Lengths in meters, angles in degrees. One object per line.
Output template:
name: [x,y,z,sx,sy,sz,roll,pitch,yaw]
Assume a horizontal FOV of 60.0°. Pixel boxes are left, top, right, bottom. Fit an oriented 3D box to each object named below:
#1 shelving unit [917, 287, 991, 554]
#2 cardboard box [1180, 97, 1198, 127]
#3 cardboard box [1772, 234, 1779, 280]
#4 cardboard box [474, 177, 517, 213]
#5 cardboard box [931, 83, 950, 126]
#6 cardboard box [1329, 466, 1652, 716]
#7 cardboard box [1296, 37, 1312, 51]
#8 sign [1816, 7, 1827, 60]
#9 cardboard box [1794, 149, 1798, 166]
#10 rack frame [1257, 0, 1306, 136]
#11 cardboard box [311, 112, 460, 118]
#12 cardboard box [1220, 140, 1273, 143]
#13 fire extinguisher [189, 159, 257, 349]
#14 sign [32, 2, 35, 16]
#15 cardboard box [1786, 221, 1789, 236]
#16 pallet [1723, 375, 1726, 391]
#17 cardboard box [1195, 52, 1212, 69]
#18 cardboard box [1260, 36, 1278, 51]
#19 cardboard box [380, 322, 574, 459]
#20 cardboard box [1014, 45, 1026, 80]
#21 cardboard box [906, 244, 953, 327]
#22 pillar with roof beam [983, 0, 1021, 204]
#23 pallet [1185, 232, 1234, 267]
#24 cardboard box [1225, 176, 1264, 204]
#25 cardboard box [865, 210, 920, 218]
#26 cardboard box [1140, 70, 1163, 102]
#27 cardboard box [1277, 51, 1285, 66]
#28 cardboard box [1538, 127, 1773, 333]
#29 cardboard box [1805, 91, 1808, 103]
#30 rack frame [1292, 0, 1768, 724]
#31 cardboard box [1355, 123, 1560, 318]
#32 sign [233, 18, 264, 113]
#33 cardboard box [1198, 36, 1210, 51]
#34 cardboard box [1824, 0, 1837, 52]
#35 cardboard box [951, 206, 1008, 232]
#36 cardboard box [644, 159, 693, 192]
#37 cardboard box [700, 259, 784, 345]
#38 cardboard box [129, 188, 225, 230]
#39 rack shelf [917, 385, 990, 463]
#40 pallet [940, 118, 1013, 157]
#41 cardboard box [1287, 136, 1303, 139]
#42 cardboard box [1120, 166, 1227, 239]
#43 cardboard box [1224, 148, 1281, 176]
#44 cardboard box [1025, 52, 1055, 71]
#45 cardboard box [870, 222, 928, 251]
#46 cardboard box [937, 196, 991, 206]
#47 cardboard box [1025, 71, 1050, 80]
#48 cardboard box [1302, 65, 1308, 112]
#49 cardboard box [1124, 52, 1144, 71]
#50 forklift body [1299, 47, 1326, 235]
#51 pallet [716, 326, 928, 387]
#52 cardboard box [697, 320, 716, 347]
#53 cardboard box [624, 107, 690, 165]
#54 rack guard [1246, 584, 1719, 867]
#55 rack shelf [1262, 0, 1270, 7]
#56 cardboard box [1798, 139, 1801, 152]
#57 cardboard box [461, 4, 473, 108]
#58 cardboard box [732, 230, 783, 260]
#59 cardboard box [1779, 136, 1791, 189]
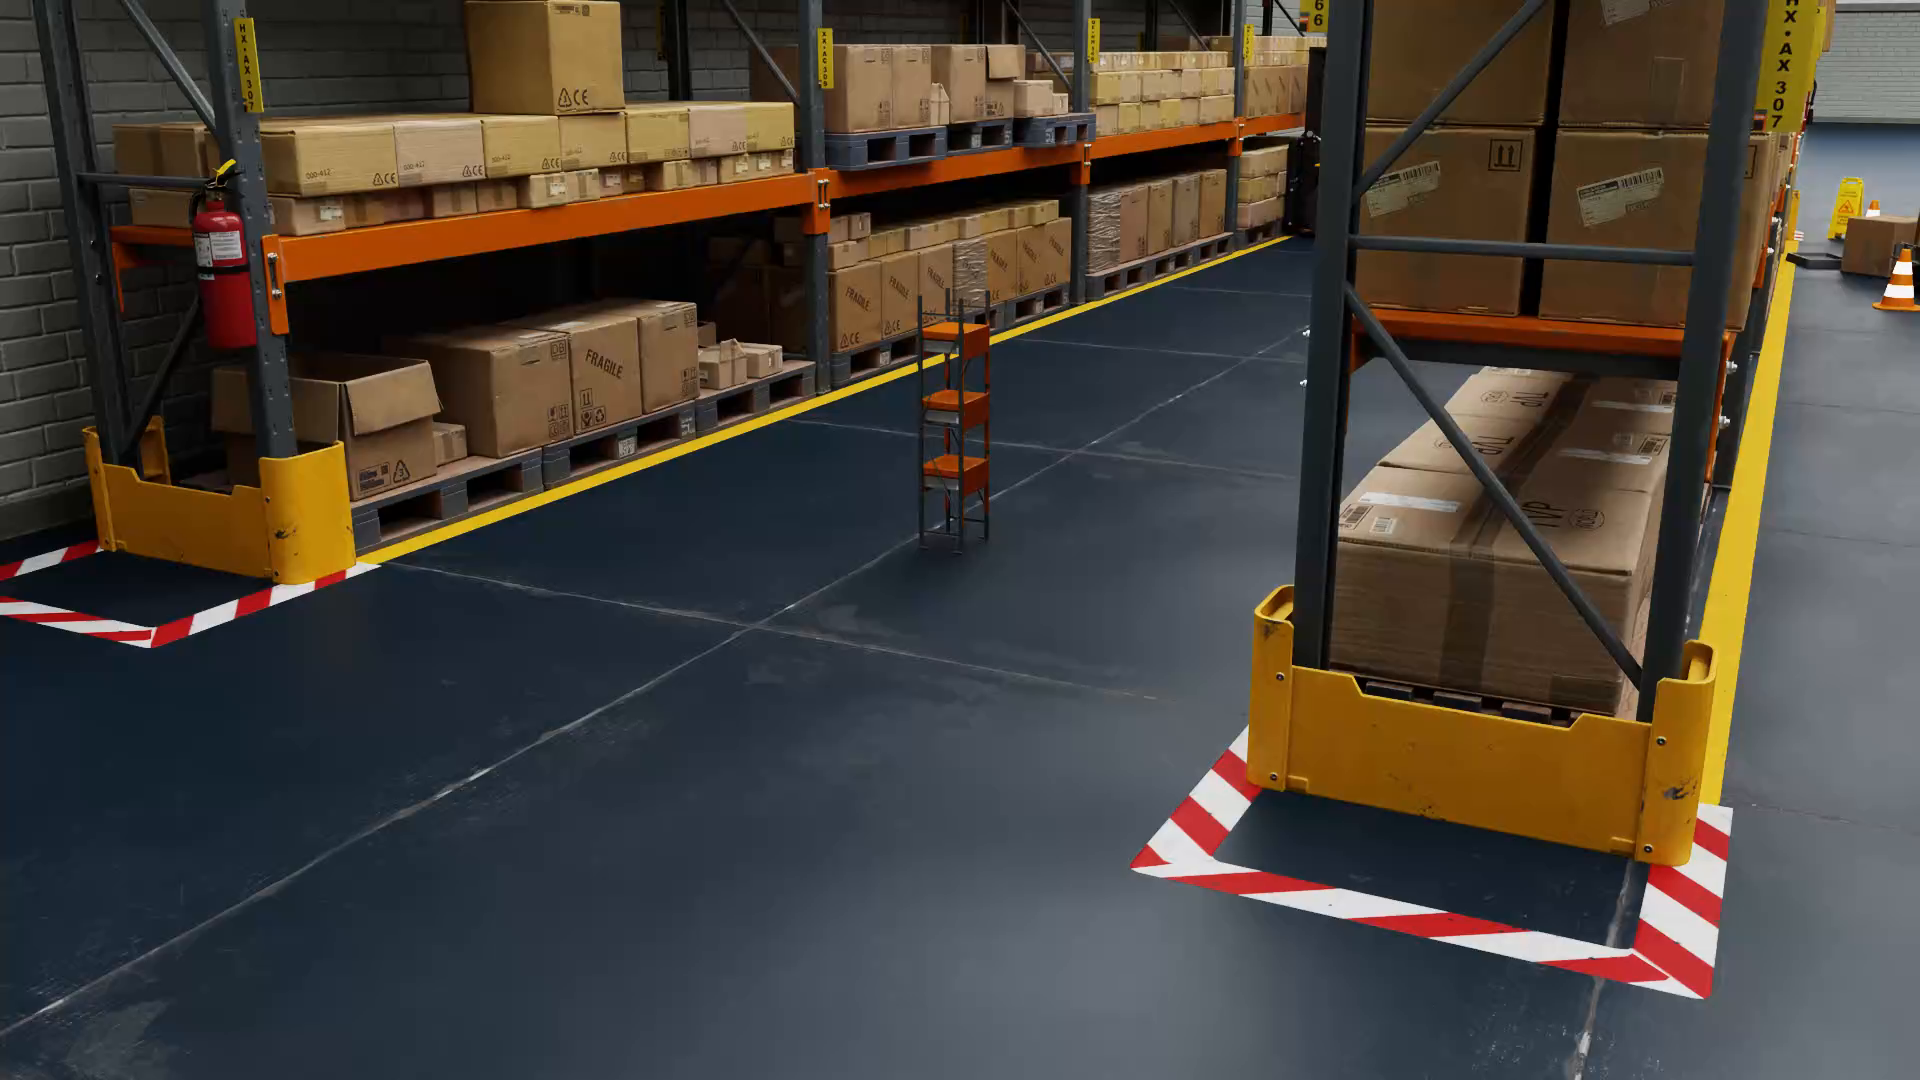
shelving unit: [-0.024,-0.490,6.829,0.215,1.050,0.252,8,18,25]
cardboard box: [1.862,-3.927,15.241,0.500,0.250,0.500,8,18,26]
cardboard box: [5.905,-2.228,13.136,0.950,0.372,0.625,9,19,27]
cardboard box: [-2.207,-1.551,7.418,0.380,0.149,0.250,8,19,26]
cardboard box: [-0.288,-2.816,10.736,0.396,0.266,0.258,9,19,28]
cardboard box: [1.608,0.121,5.110,0.875,0.438,0.875,7,18,24]
cardboard box: [3.658,-5.476,18.357,0.380,0.149,0.250,8,19,26]
sign: [5.475,-3.248,10.657,0.100,0.325,0.005,8,18,25]
cardboard box: [7.380,-3.475,15.091,0.380,0.149,0.250,8,18,26]
rack frame: [4.110,-5.431,20.040,1.000,3.000,0.127,8,18,25]
cardboard box: [-2.614,-1.834,7.671,0.500,0.250,0.500,9,19,27]
cardboard box: [3.273,-4.441,19.044,0.500,0.250,0.500,8,18,25]
fire extinguisher: [-2.692,-1.043,6.059,0.296,0.674,0.183,8,18,25]
sign: [-3.527,-2.138,6.364,0.100,0.325,0.005,8,18,25]
cardboard box: [7.964,-3.178,16.549,0.500,0.250,0.500,7,18,23]
pallet: [4.011,-0.925,9.768,1.003,0.211,1.213,8,18,25]
cardboard box: [2.114,-4.448,15.417,0.380,0.149,0.250,7,18,24]
cardboard box: [3.079,-5.154,17.270,0.380,0.149,0.250,9,19,27]
cardboard box: [-2.265,-0.715,7.816,0.700,0.500,0.500,9,19,28]
cardboard box: [0.165,-3.531,12.731,0.500,0.500,0.500,9,19,28]
cardboard box: [-0.379,-1.735,11.251,0.500,0.500,0.500,8,18,24]
pillar with roof beam: [4.163,-6.168,11.986,9.100,9.000,0.400,8,18,25]
pallet: [2.028,-2.883,16.359,1.003,0.211,1.213,8,18,25]
cardboard box: [2.815,-3.619,17.153,0.500,0.250,0.500,8,18,25]
cardboard box: [-0.507,-2.278,11.938,0.380,0.149,0.250,8,18,26]
cardboard box: [1.427,-3.901,14.276,0.500,0.250,0.500,8,18,24]
cardboard box: [3.201,-5.075,17.526,0.380,0.149,0.250,8,18,25]
cardboard box: [1.874,-0.858,4.471,0.500,0.500,0.500,8,18,25]
cardboard box: [8.328,-4.690,16.850,0.500,0.500,0.500,8,18,25]
rack frame: [1.403,-0.725,4.196,1.000,3.000,0.127,8,18,25]
cardboard box: [1.382,-0.929,4.709,0.500,0.500,0.500,8,18,26]
sign: [-2.554,-1.701,5.963,0.100,0.325,0.005,8,18,25]
cardboard box: [2.344,-5.092,17.062,0.380,0.149,0.250,8,18,24]
cardboard box: [8.151,-5.041,16.275,0.700,0.500,0.500,8,18,25]
cardboard box: [0.131,-2.353,12.190,0.380,0.149,0.250,9,19,27]
cardboard box: [-1.591,-1.870,8.493,0.380,0.149,0.250,8,18,25]
cardboard box: [-1.297,-1.540,10.593,0.500,0.500,0.500,8,18,25]
cardboard box: [-3.132,-1.353,6.754,0.380,0.149,0.250,8,18,25]
rack shelf: [-0.024,-0.479,6.832,0.215,0.259,0.240,8,18,25]
pallet: [-0.330,-2.805,11.537,1.003,0.211,1.213,8,18,25]
cardboard box: [4.183,-4.636,19.701,0.500,0.250,0.500,9,19,27]
cardboard box: [2.099,-3.341,16.436,0.875,0.625,0.625,9,19,28]
cardboard box: [3.057,-3.987,17.514,0.500,0.250,0.500,8,18,25]
cardboard box: [0.687,-4.000,13.907,0.380,0.149,0.250,8,18,25]
cardboard box: [-0.439,-2.023,11.082,0.380,0.149,0.250,8,18,25]
cardboard box: [0.023,-2.614,13.070,0.380,0.149,0.250,9,19,28]
cardboard box: [0.487,-3.711,13.634,0.500,0.250,0.500,9,19,27]
cardboard box: [3.656,-5.058,18.611,0.500,0.500,0.500,8,18,24]
cardboard box: [1.342,-4.068,14.139,0.380,0.149,0.250,8,18,26]
forklift body: [4.895,-4.309,17.754,2.313,2.155,1.214,8,18,25]
pallet: [-0.922,-1.249,10.860,1.003,0.211,1.213,8,18,25]
cardboard box: [-1.759,-1.148,9.607,0.500,0.311,0.500,9,19,27]
cardboard box: [-1.707,-2.029,8.329,0.500,0.250,0.500,8,18,25]
rack guard: [1.392,0.480,4.531,1.175,0.500,0.348,8,18,25]
rack shelf: [3.216,-6.014,18.001,1.077,0.370,4.000,8,18,25]
cardboard box: [8.324,-4.015,16.908,0.380,0.149,0.250,9,19,27]
cardboard box: [-2.156,-2.459,8.458,0.500,0.500,0.500,8,18,24]
cardboard box: [-1.233,-1.886,10.620,0.380,0.149,0.250,8,18,25]
cardboard box: [4.096,-2.011,8.789,0.500,0.250,0.500,8,18,25]
